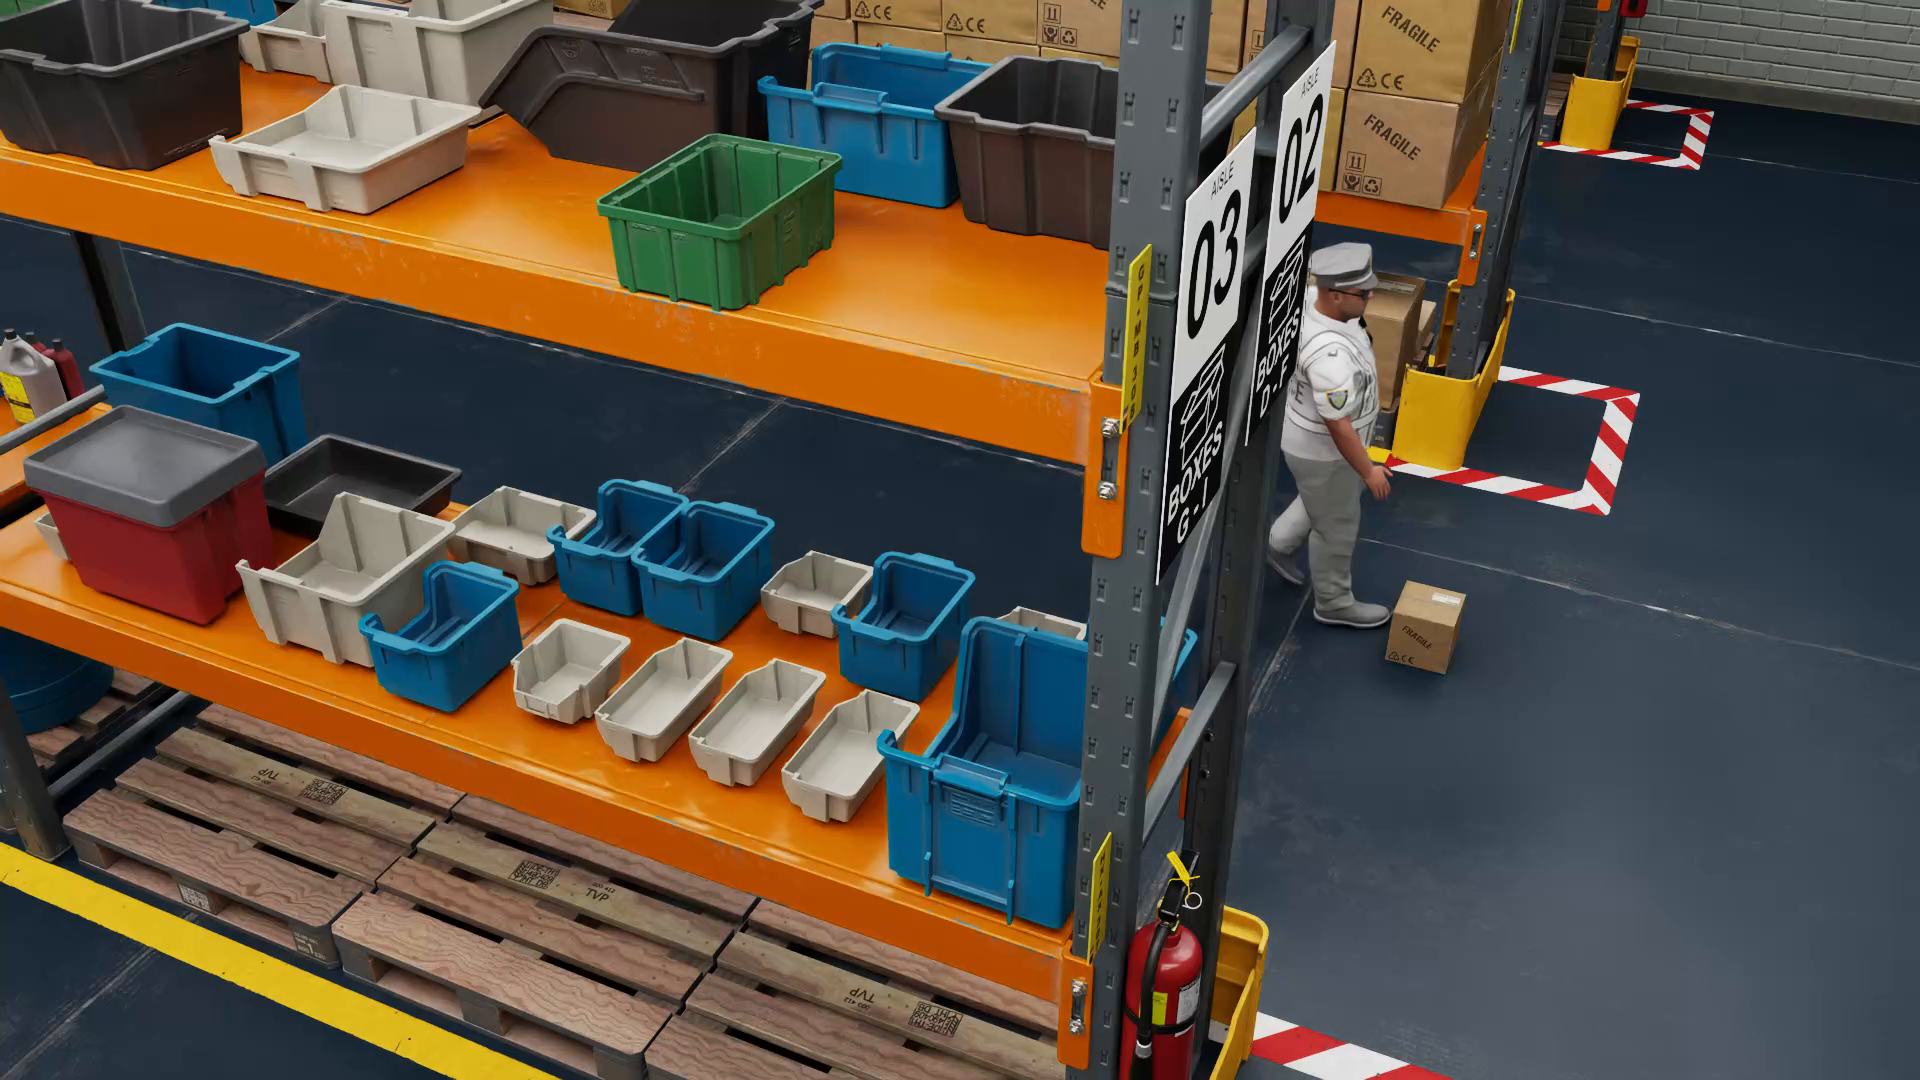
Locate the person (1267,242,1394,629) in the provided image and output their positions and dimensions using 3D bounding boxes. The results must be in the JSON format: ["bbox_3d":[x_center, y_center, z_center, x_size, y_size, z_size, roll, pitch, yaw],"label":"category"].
[{"bbox_3d":[1.553,-0.399,6.719,0.600,1.758,0.634,4,34,6],"label":"person"}]
